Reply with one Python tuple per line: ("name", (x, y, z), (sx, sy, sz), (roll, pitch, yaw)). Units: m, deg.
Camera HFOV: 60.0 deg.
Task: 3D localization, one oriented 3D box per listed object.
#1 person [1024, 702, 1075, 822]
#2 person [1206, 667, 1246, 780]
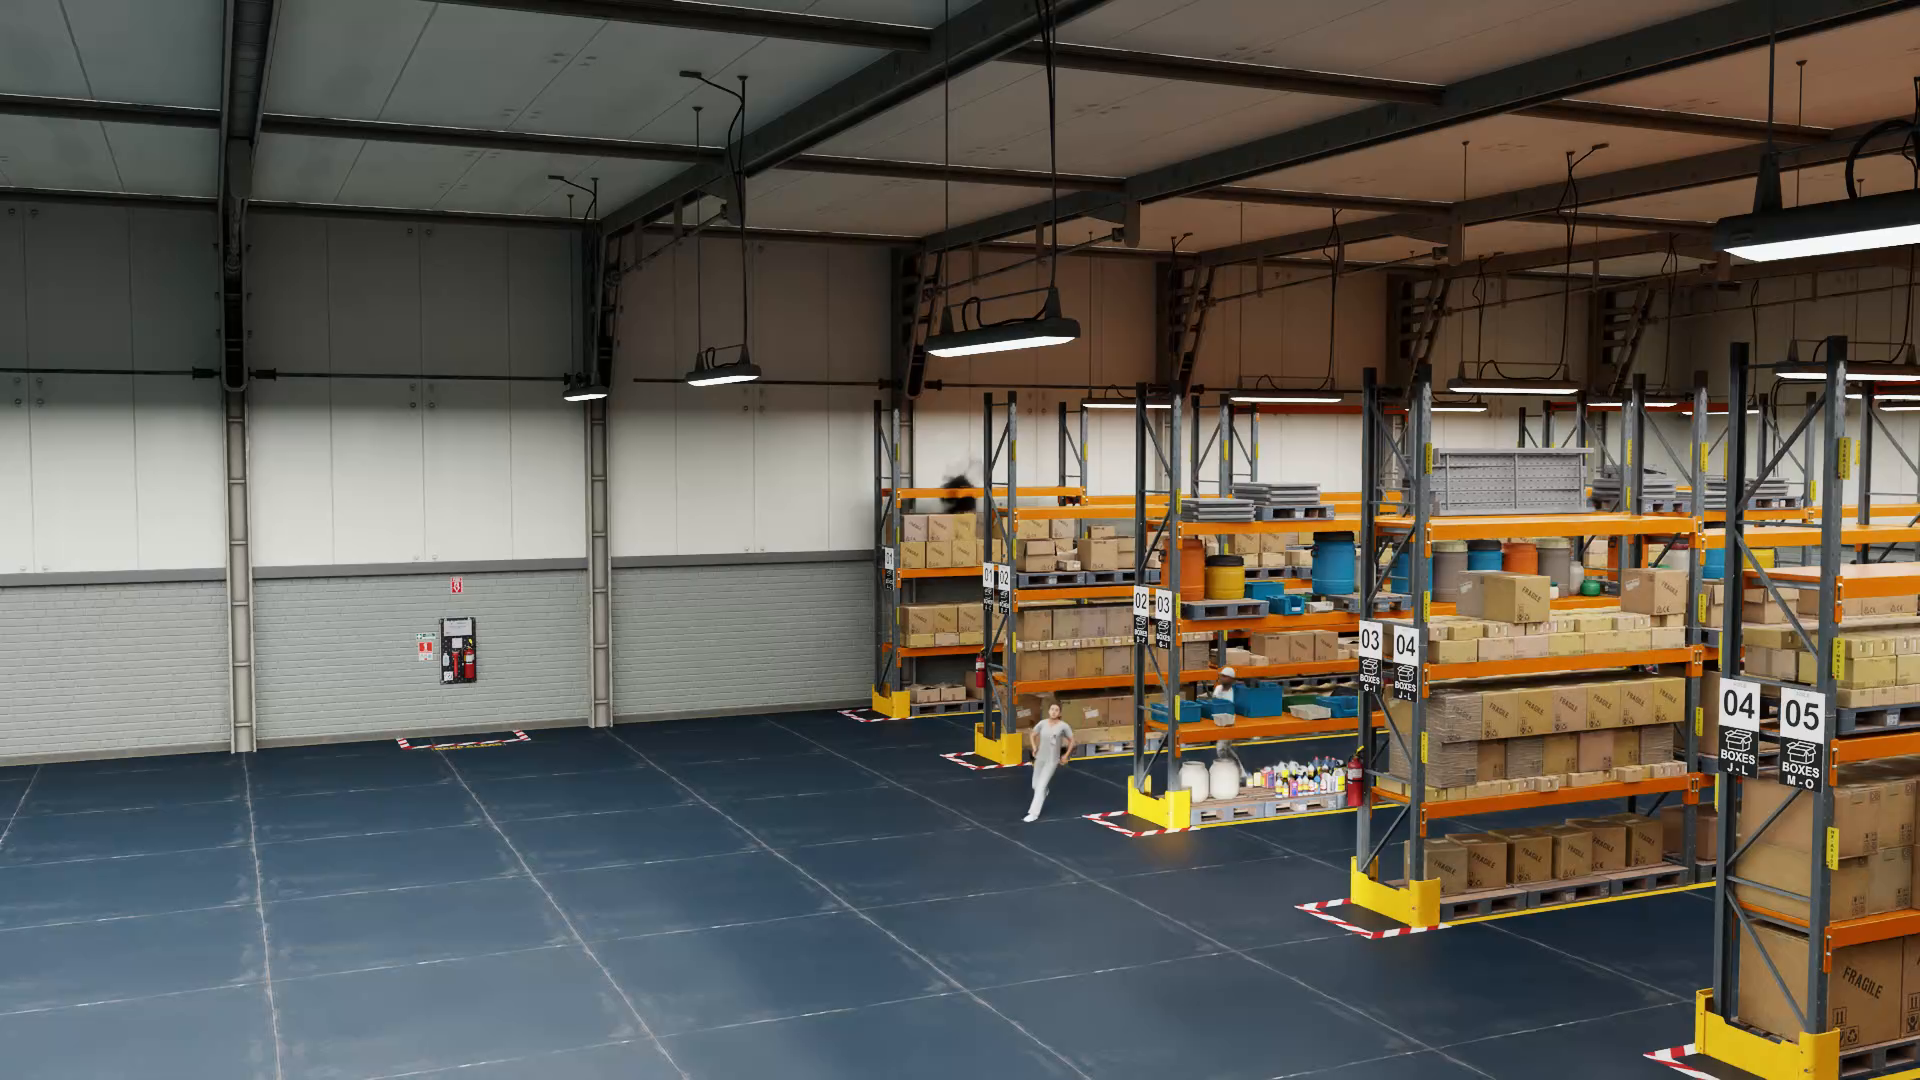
("person", (1.246, 3.021, 22.836), (0.622, 1.616, 0.831), (1, 4, 21))
("person", (3.976, 2.807, 24.846), (0.824, 1.823, 0.664), (-2, 4, -29))
